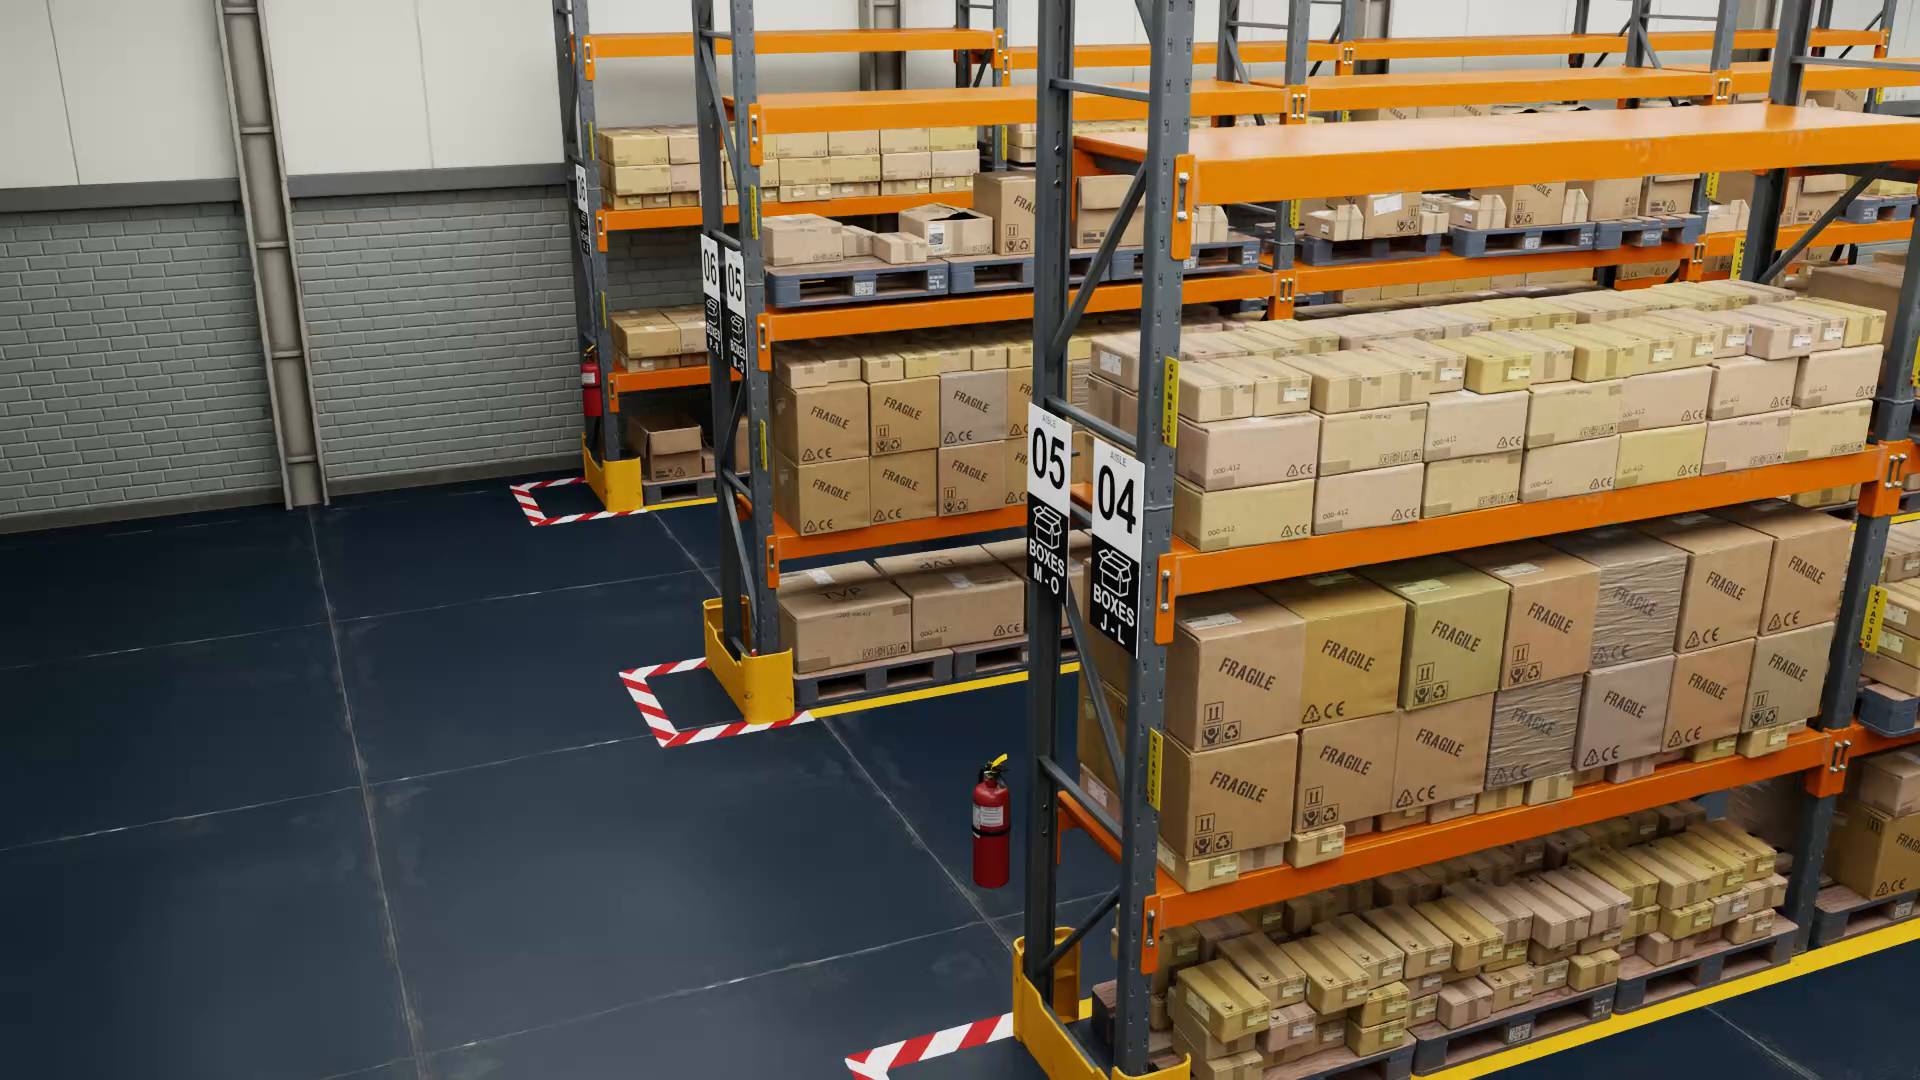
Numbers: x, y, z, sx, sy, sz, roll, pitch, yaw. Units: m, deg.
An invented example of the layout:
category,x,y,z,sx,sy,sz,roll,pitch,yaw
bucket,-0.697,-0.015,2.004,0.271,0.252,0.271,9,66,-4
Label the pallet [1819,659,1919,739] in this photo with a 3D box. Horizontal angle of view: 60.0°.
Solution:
category,x,y,z,sx,sy,sz,roll,pitch,yaw
pallet,4.990,0.663,8.913,1.213,0.211,1.003,-8,21,-22

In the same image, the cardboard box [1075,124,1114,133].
category,x,y,z,sx,sy,sz,roll,pitch,yaw
cardboard box,1.348,-4.088,16.746,0.250,0.149,0.380,-9,21,-23

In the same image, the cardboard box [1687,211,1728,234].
category,x,y,z,sx,sy,sz,roll,pitch,yaw
cardboard box,6.206,-2.680,13.979,0.250,0.149,0.380,-8,21,-22

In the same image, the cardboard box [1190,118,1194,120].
category,x,y,z,sx,sy,sz,roll,pitch,yaw
cardboard box,2.293,-4.431,17.750,0.250,0.149,0.380,-8,21,-22

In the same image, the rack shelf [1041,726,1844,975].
category,x,y,z,sx,sy,sz,roll,pitch,yaw
rack shelf,2.394,1.231,8.094,4.000,0.370,1.077,-8,21,-22

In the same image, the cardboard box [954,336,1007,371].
category,x,y,z,sx,sy,sz,roll,pitch,yaw
cardboard box,0.137,-1.295,11.551,0.250,0.149,0.380,-8,21,-21

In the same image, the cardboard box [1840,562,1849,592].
category,x,y,z,sx,sy,sz,roll,pitch,yaw
cardboard box,4.522,0.156,8.914,0.250,0.149,0.380,-7,21,-19

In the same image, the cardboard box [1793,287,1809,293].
category,x,y,z,sx,sy,sz,roll,pitch,yaw
cardboard box,7.778,-1.974,14.882,0.500,0.500,0.500,-9,21,-24

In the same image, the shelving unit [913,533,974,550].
category,x,y,z,sx,sy,sz,roll,pitch,yaw
shelving unit,-0.152,-0.544,14.761,0.503,1.200,0.258,-8,21,-22

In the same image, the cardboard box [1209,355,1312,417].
category,x,y,z,sx,sy,sz,roll,pitch,yaw
cardboard box,1.186,-0.615,6.608,0.250,0.149,0.380,-7,21,-20

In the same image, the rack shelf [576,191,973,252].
category,x,y,z,sx,sy,sz,roll,pitch,yaw
rack shelf,-1.629,-3.194,16.142,4.000,0.370,1.077,-8,21,-22

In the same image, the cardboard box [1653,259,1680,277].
category,x,y,z,sx,sy,sz,roll,pitch,yaw
cardboard box,8.536,-3.533,20.389,0.500,0.500,0.500,-8,21,-21

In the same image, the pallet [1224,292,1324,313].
category,x,y,z,sx,sy,sz,roll,pitch,yaw
pallet,3.286,-2.706,18.481,1.003,0.211,1.213,-8,21,-22

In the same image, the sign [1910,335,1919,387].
category,x,y,z,sx,sy,sz,roll,pitch,yaw
sign,4.452,-0.866,7.670,0.005,0.325,0.100,-8,21,-22

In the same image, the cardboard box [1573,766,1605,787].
category,x,y,z,sx,sy,sz,roll,pitch,yaw
cardboard box,2.860,1.028,7.964,0.250,0.149,0.380,-8,21,-23

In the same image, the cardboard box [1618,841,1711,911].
category,x,y,z,sx,sy,sz,roll,pitch,yaw
cardboard box,3.562,1.701,8.439,0.250,0.149,0.380,-8,21,-22

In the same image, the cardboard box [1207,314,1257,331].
category,x,y,z,sx,sy,sz,roll,pitch,yaw
cardboard box,2.020,-1.555,12.290,0.250,0.149,0.380,-9,21,-23

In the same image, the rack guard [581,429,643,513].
category,x,y,z,sx,sy,sz,roll,pitch,yaw
rack guard,-3.396,-0.686,16.217,0.348,0.500,1.175,-8,21,-22

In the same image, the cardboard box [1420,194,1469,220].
category,x,y,z,sx,sy,sz,roll,pitch,yaw
cardboard box,3.854,-2.665,13.278,0.250,0.166,0.380,-6,20,-17

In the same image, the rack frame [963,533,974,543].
category,x,y,z,sx,sy,sz,roll,pitch,yaw
rack frame,0.072,-0.576,14.852,0.015,1.200,0.240,-8,21,-22

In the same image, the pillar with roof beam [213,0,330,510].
category,x,y,z,sx,sy,sz,roll,pitch,yaw
pillar with roof beam,-4.593,-3.292,10.822,0.400,9.000,9.100,-8,21,-22

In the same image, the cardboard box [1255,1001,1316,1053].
category,x,y,z,sx,sy,sz,roll,pitch,yaw
cardboard box,1.414,2.151,7.608,0.250,0.149,0.380,-8,21,-22

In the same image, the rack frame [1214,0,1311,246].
category,x,y,z,sx,sy,sz,roll,pitch,yaw
rack frame,2.177,-3.698,11.974,0.127,3.000,1.000,-8,21,-22

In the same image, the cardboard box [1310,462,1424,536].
category,x,y,z,sx,sy,sz,roll,pitch,yaw
cardboard box,1.556,-0.239,6.893,0.500,0.250,0.500,-7,21,-20

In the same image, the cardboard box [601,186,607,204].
category,x,y,z,sx,sy,sz,roll,pitch,yaw
cardboard box,-3.263,-3.264,15.637,0.250,0.149,0.380,-8,21,-20

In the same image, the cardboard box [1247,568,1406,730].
category,x,y,z,sx,sy,sz,roll,pitch,yaw
cardboard box,1.536,0.449,7.127,0.500,0.500,0.500,-8,21,-20

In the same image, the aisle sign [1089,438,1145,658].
category,x,y,z,sx,sy,sz,roll,pitch,yaw
aisle sign,0.609,0.029,6.508,0.004,0.787,0.394,-8,21,-22

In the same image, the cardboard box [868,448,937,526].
category,x,y,z,sx,sy,sz,roll,pitch,yaw
cardboard box,-0.488,-0.440,11.603,0.500,0.500,0.500,-8,21,-23

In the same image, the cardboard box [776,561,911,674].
category,x,y,z,sx,sy,sz,roll,pitch,yaw
cardboard box,-0.930,0.551,12.165,0.875,0.438,0.875,-9,21,-24

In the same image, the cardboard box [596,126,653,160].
category,x,y,z,sx,sy,sz,roll,pitch,yaw
cardboard box,-3.168,-3.719,15.576,0.500,0.250,0.500,-9,21,-23

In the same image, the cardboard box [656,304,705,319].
category,x,y,z,sx,sy,sz,roll,pitch,yaw
cardboard box,-2.674,-2.133,16.343,0.500,0.250,0.500,-8,21,-22

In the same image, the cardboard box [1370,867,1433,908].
category,x,y,z,sx,sy,sz,roll,pitch,yaw
cardboard box,2.158,1.717,8.393,0.250,0.149,0.380,-9,21,-24

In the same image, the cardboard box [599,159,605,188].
category,x,y,z,sx,sy,sz,roll,pitch,yaw
cardboard box,-3.165,-3.481,15.653,0.500,0.250,0.500,-9,21,-23

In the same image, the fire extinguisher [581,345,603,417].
category,x,y,z,sx,sy,sz,roll,pitch,yaw
fire extinguisher,-3.417,-1.482,15.393,0.183,0.674,0.296,-8,21,-22

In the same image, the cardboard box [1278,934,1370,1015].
category,x,y,z,sx,sy,sz,roll,pitch,yaw
cardboard box,1.661,1.988,7.624,0.250,0.149,0.380,-8,21,-22

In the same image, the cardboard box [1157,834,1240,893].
category,x,y,z,sx,sy,sz,roll,pitch,yaw
cardboard box,0.985,1.330,7.106,0.250,0.149,0.380,-8,21,-22

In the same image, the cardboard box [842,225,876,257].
category,x,y,z,sx,sy,sz,roll,pitch,yaw
cardboard box,-0.765,-2.050,11.405,0.250,0.149,0.380,-10,22,-26

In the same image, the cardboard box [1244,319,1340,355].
category,x,y,z,sx,sy,sz,roll,pitch,yaw
cardboard box,1.447,-0.851,7.279,0.250,0.149,0.380,-8,21,-21

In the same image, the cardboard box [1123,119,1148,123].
category,x,y,z,sx,sy,sz,roll,pitch,yaw
cardboard box,1.841,-4.349,17.488,0.250,0.149,0.380,-8,21,-21

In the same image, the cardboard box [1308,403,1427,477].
category,x,y,z,sx,sy,sz,roll,pitch,yaw
cardboard box,1.542,-0.473,6.805,0.500,0.250,0.500,-8,21,-23

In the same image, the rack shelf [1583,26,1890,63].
category,x,y,z,sx,sy,sz,roll,pitch,yaw
rack shelf,9.389,-5.998,20.194,4.000,0.370,1.077,-8,21,-22

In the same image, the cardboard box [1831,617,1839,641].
category,x,y,z,sx,sy,sz,roll,pitch,yaw
cardboard box,4.517,0.436,9.013,0.250,0.149,0.380,-9,21,-23

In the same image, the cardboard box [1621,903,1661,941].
category,x,y,z,sx,sy,sz,roll,pitch,yaw
cardboard box,3.315,1.856,8.447,0.250,0.149,0.380,-8,21,-21

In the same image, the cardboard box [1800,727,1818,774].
category,x,y,z,sx,sy,sz,roll,pitch,yaw
cardboard box,4.814,1.080,9.439,0.500,0.250,0.500,-9,21,-23

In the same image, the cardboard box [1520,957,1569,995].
category,x,y,z,sx,sy,sz,roll,pitch,yaw
cardboard box,2.789,2.080,8.257,0.250,0.149,0.380,-8,21,-21

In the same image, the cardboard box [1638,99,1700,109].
category,x,y,z,sx,sy,sz,roll,pitch,yaw
cardboard box,8.413,-5.087,19.787,0.500,0.311,0.500,-8,21,-21

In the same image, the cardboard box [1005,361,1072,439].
category,x,y,z,sx,sy,sz,roll,pitch,yaw
cardboard box,0.457,-1.043,11.812,0.500,0.500,0.500,-8,21,-22

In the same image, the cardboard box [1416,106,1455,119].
category,x,y,z,sx,sy,sz,roll,pitch,yaw
cardboard box,5.066,-4.732,18.496,0.500,0.500,0.700,-9,21,-23

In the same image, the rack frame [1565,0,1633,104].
category,x,y,z,sx,sy,sz,roll,pitch,yaw
rack frame,7.553,-6.263,19.261,0.127,3.000,1.000,-8,21,-22

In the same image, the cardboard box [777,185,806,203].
category,x,y,z,sx,sy,sz,roll,pitch,yaw
cardboard box,-1.635,-3.294,15.724,0.250,0.149,0.380,-8,21,-22

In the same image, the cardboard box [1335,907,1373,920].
category,x,y,z,sx,sy,sz,roll,pitch,yaw
cardboard box,1.876,1.863,8.426,0.250,0.149,0.380,-8,21,-21

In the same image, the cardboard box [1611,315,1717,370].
category,x,y,z,sx,sy,sz,roll,pitch,yaw
cardboard box,3.097,-0.876,7.349,0.250,0.149,0.380,-9,21,-24

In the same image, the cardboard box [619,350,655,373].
category,x,y,z,sx,sy,sz,roll,pitch,yaw
cardboard box,-3.055,-1.696,15.701,0.250,0.149,0.380,-8,21,-22

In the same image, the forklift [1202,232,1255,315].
category,x,y,z,sx,sy,sz,roll,pitch,yaw
forklift,2.477,-1.745,15.566,3.031,2.935,1.130,-8,21,-21

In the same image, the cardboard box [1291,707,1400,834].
category,x,y,z,sx,sy,sz,roll,pitch,yaw
cardboard box,1.561,0.914,7.311,0.500,0.500,0.500,-8,21,-22

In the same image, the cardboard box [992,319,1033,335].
category,x,y,z,sx,sy,sz,roll,pitch,yaw
cardboard box,0.378,-1.536,12.234,0.250,0.149,0.380,-8,21,-22

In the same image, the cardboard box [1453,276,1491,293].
category,x,y,z,sx,sy,sz,roll,pitch,yaw
cardboard box,5.795,-3.023,19.316,0.500,0.250,0.500,-7,21,-20
